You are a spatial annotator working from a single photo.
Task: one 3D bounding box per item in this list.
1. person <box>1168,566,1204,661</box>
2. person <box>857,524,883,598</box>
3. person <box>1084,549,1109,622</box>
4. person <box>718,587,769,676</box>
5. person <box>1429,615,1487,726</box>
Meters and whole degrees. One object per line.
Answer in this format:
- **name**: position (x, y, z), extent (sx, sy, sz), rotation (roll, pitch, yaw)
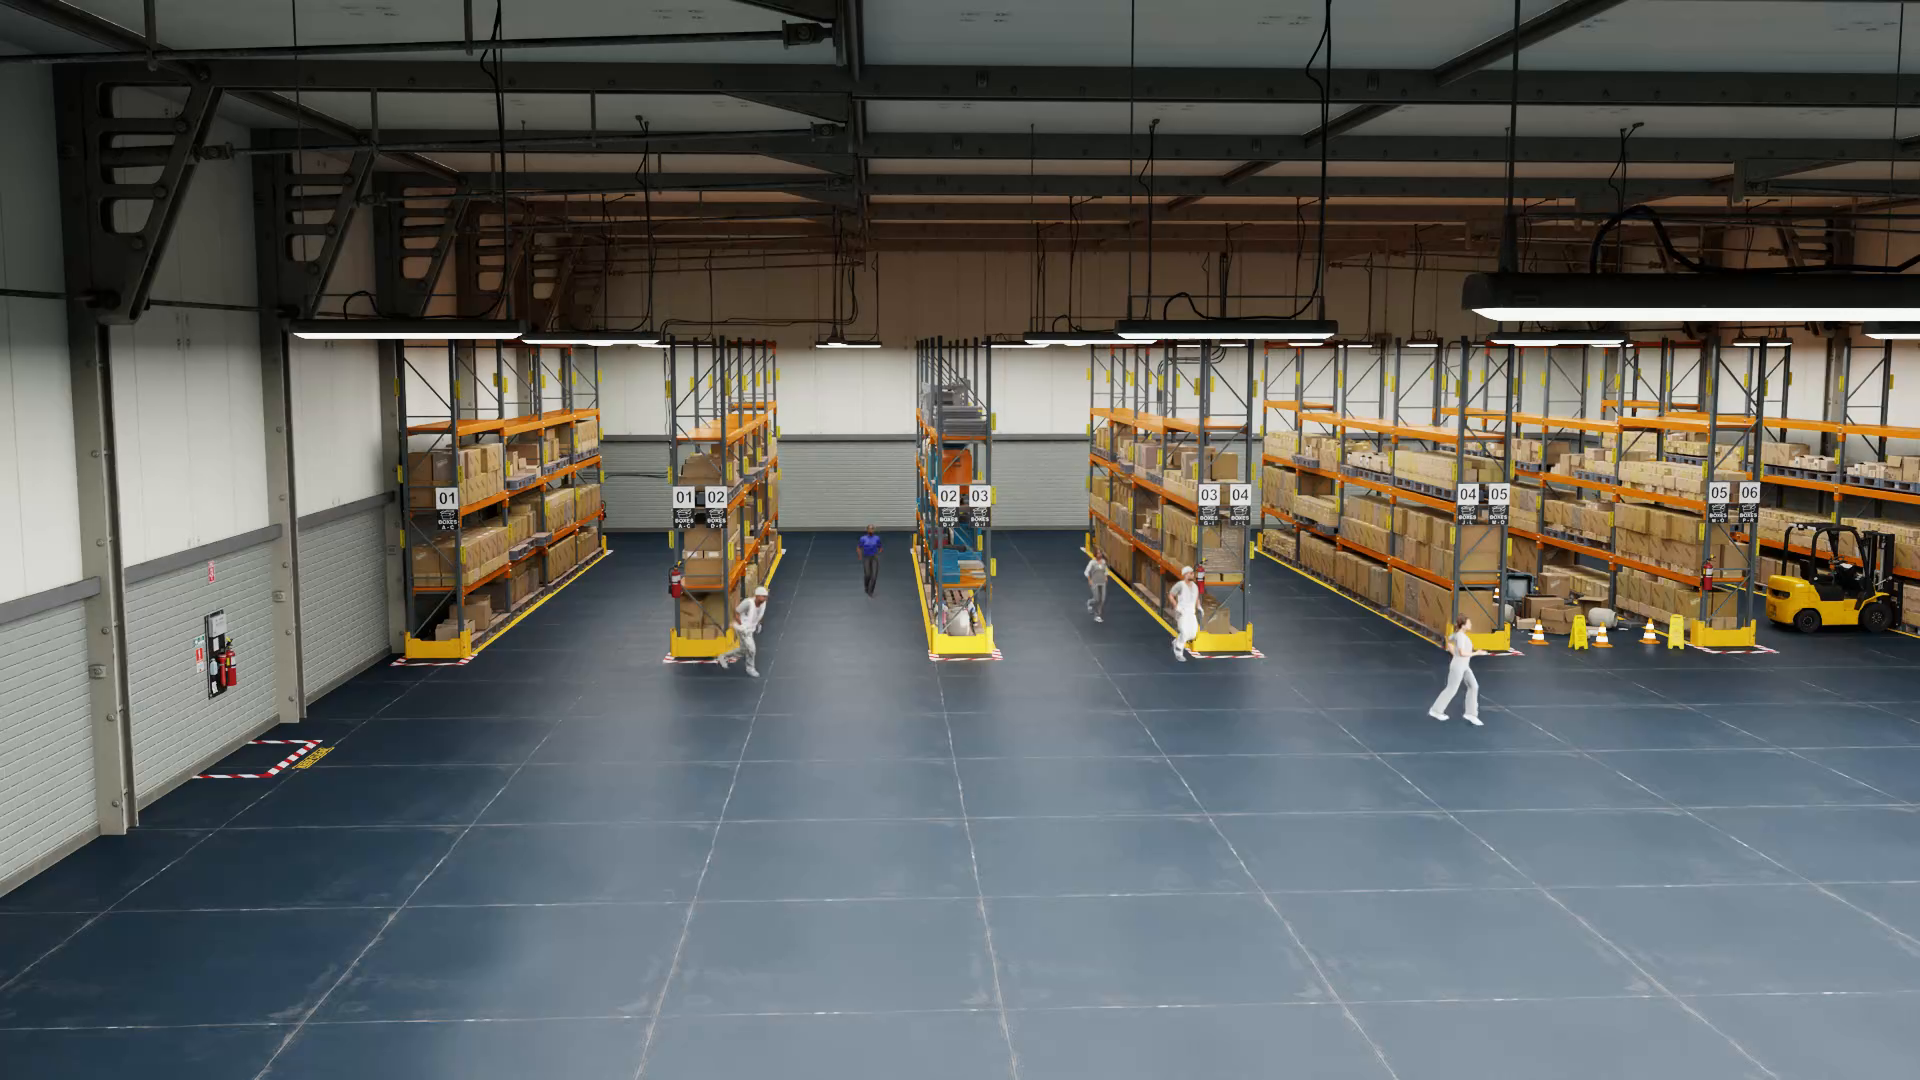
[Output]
- **person**: position (4.193, 1.358, 30.935), extent (0.724, 1.736, 0.554), rotation (-4, 8, -33)
- **person**: position (-1.971, 0.469, 36.726), extent (0.575, 1.606, 0.505), rotation (-1, 7, -11)
- **person**: position (2.916, 0.951, 35.326), extent (0.538, 1.557, 0.549), rotation (-2, 7, -20)
- **person**: position (-3.828, 1.609, 29.453), extent (1.089, 1.629, 0.682), rotation (4, 8, 30)
- **person**: position (7.648, 1.999, 25.518), extent (0.825, 1.713, 0.511), rotation (3, 7, 24)
